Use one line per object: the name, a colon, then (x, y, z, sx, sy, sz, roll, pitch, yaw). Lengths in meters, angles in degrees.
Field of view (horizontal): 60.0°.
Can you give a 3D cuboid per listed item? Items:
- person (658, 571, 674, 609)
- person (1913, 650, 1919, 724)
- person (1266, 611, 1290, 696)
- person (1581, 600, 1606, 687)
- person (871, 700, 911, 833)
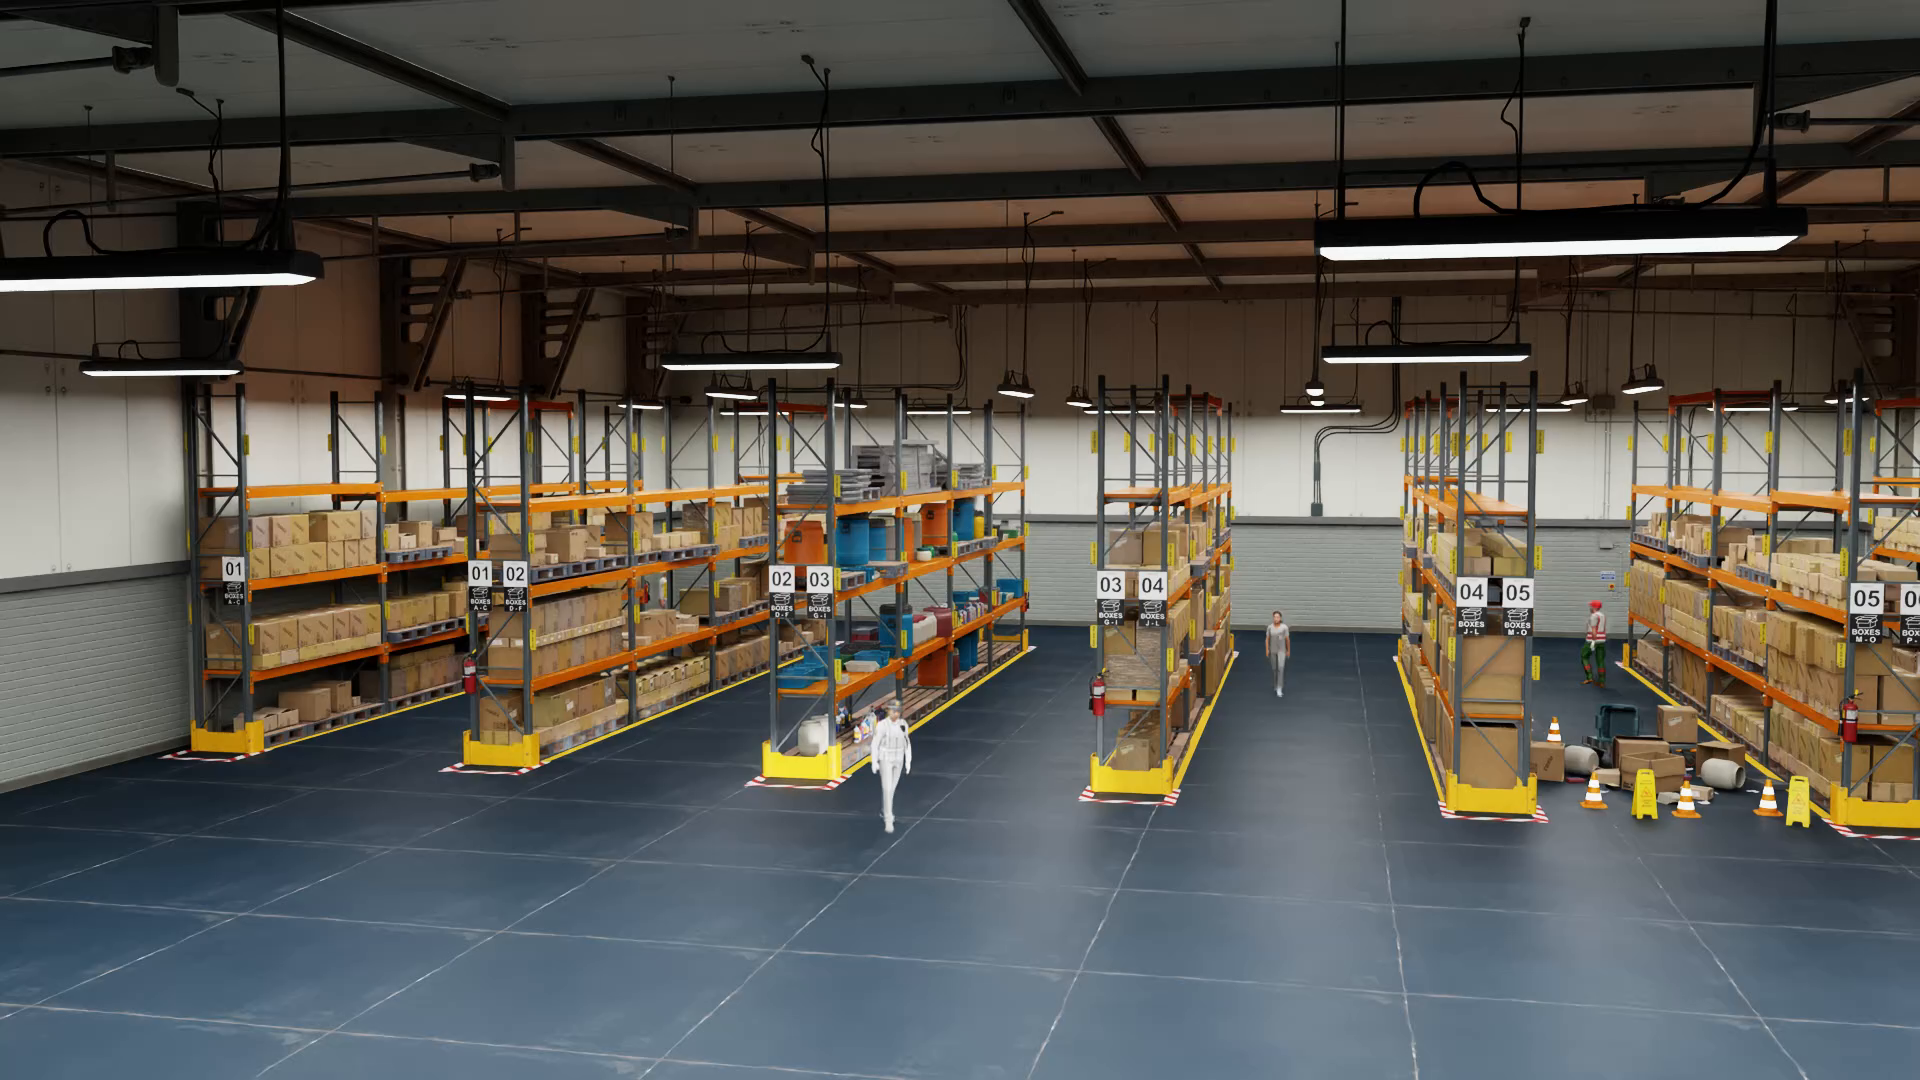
person: (-7.738, 1.592, 43.952, 0.429, 1.780, 0.567, 1, 3, 13)
person: (16.763, 2.490, 28.698, 0.573, 1.814, 0.595, 0, 3, -1)
person: (6.361, 2.251, 33.430, 0.466, 1.642, 0.864, 2, 4, 28)
person: (13.205, 2.137, 34.456, 0.517, 1.783, 0.534, -1, 3, -14)
person: (-0.896, 2.940, 21.853, 0.510, 1.694, 0.747, -2, 4, -32)
